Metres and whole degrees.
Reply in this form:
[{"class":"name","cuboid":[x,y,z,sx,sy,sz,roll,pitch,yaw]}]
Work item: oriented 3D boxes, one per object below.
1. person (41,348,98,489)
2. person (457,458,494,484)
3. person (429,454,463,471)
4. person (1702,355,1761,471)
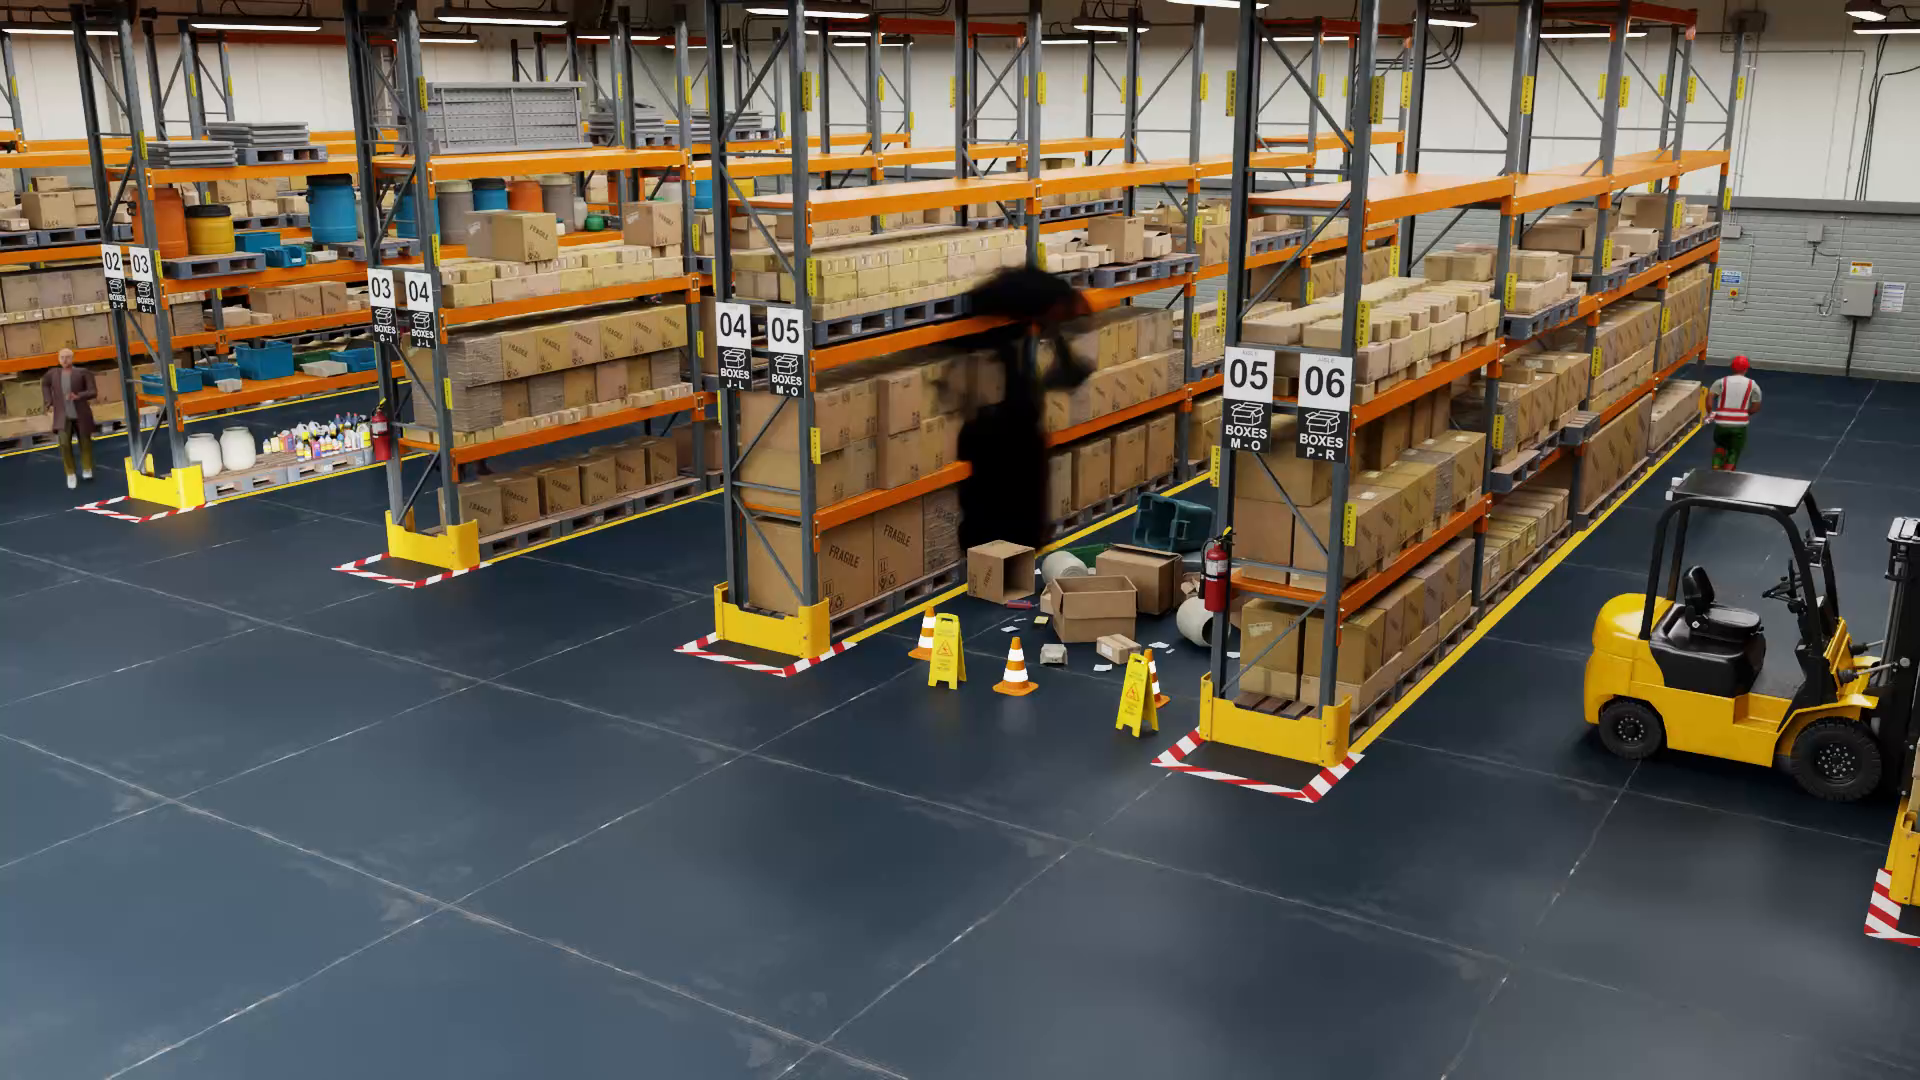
[{"class":"person","cuboid":[-11.535,-1.488,21.646,0.675,1.631,0.809,-6,17,-21]},{"class":"person","cuboid":[-6.075,-1.300,20.463,0.595,1.596,0.874,7,17,24]},{"class":"person","cuboid":[-6.467,-1.323,20.921,0.645,1.518,0.588,7,17,24]},{"class":"person","cuboid":[9.931,-1.551,21.426,0.661,1.678,0.640,8,18,28]}]
